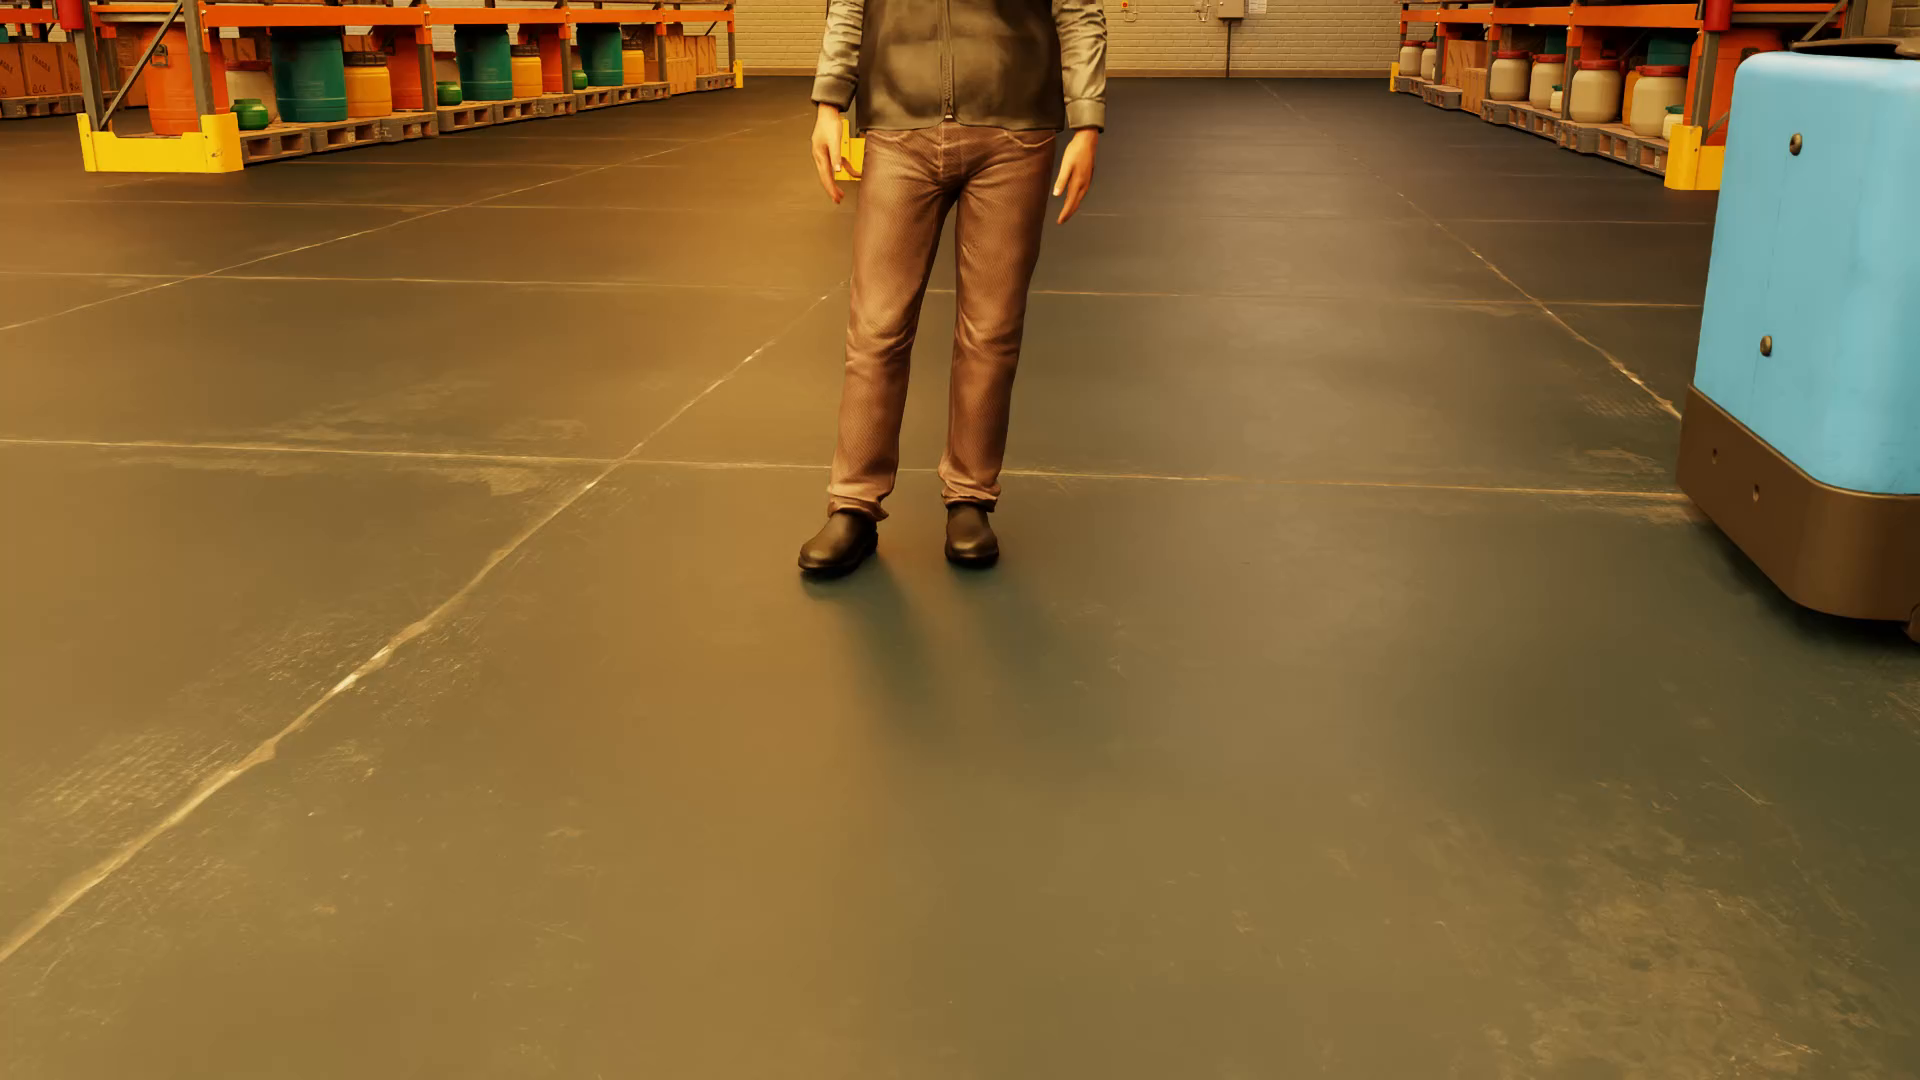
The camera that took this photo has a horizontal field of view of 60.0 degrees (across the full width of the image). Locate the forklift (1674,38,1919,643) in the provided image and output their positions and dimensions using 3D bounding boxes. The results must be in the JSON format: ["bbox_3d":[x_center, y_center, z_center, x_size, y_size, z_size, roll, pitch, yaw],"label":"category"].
[{"bbox_3d":[3.167,-1.275,2.995,3.031,2.935,1.130,2,18,8],"label":"forklift"}]

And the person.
[{"bbox_3d":[-0.015,-0.809,3.506,0.633,1.722,0.566,2,18,7],"label":"person"}]
